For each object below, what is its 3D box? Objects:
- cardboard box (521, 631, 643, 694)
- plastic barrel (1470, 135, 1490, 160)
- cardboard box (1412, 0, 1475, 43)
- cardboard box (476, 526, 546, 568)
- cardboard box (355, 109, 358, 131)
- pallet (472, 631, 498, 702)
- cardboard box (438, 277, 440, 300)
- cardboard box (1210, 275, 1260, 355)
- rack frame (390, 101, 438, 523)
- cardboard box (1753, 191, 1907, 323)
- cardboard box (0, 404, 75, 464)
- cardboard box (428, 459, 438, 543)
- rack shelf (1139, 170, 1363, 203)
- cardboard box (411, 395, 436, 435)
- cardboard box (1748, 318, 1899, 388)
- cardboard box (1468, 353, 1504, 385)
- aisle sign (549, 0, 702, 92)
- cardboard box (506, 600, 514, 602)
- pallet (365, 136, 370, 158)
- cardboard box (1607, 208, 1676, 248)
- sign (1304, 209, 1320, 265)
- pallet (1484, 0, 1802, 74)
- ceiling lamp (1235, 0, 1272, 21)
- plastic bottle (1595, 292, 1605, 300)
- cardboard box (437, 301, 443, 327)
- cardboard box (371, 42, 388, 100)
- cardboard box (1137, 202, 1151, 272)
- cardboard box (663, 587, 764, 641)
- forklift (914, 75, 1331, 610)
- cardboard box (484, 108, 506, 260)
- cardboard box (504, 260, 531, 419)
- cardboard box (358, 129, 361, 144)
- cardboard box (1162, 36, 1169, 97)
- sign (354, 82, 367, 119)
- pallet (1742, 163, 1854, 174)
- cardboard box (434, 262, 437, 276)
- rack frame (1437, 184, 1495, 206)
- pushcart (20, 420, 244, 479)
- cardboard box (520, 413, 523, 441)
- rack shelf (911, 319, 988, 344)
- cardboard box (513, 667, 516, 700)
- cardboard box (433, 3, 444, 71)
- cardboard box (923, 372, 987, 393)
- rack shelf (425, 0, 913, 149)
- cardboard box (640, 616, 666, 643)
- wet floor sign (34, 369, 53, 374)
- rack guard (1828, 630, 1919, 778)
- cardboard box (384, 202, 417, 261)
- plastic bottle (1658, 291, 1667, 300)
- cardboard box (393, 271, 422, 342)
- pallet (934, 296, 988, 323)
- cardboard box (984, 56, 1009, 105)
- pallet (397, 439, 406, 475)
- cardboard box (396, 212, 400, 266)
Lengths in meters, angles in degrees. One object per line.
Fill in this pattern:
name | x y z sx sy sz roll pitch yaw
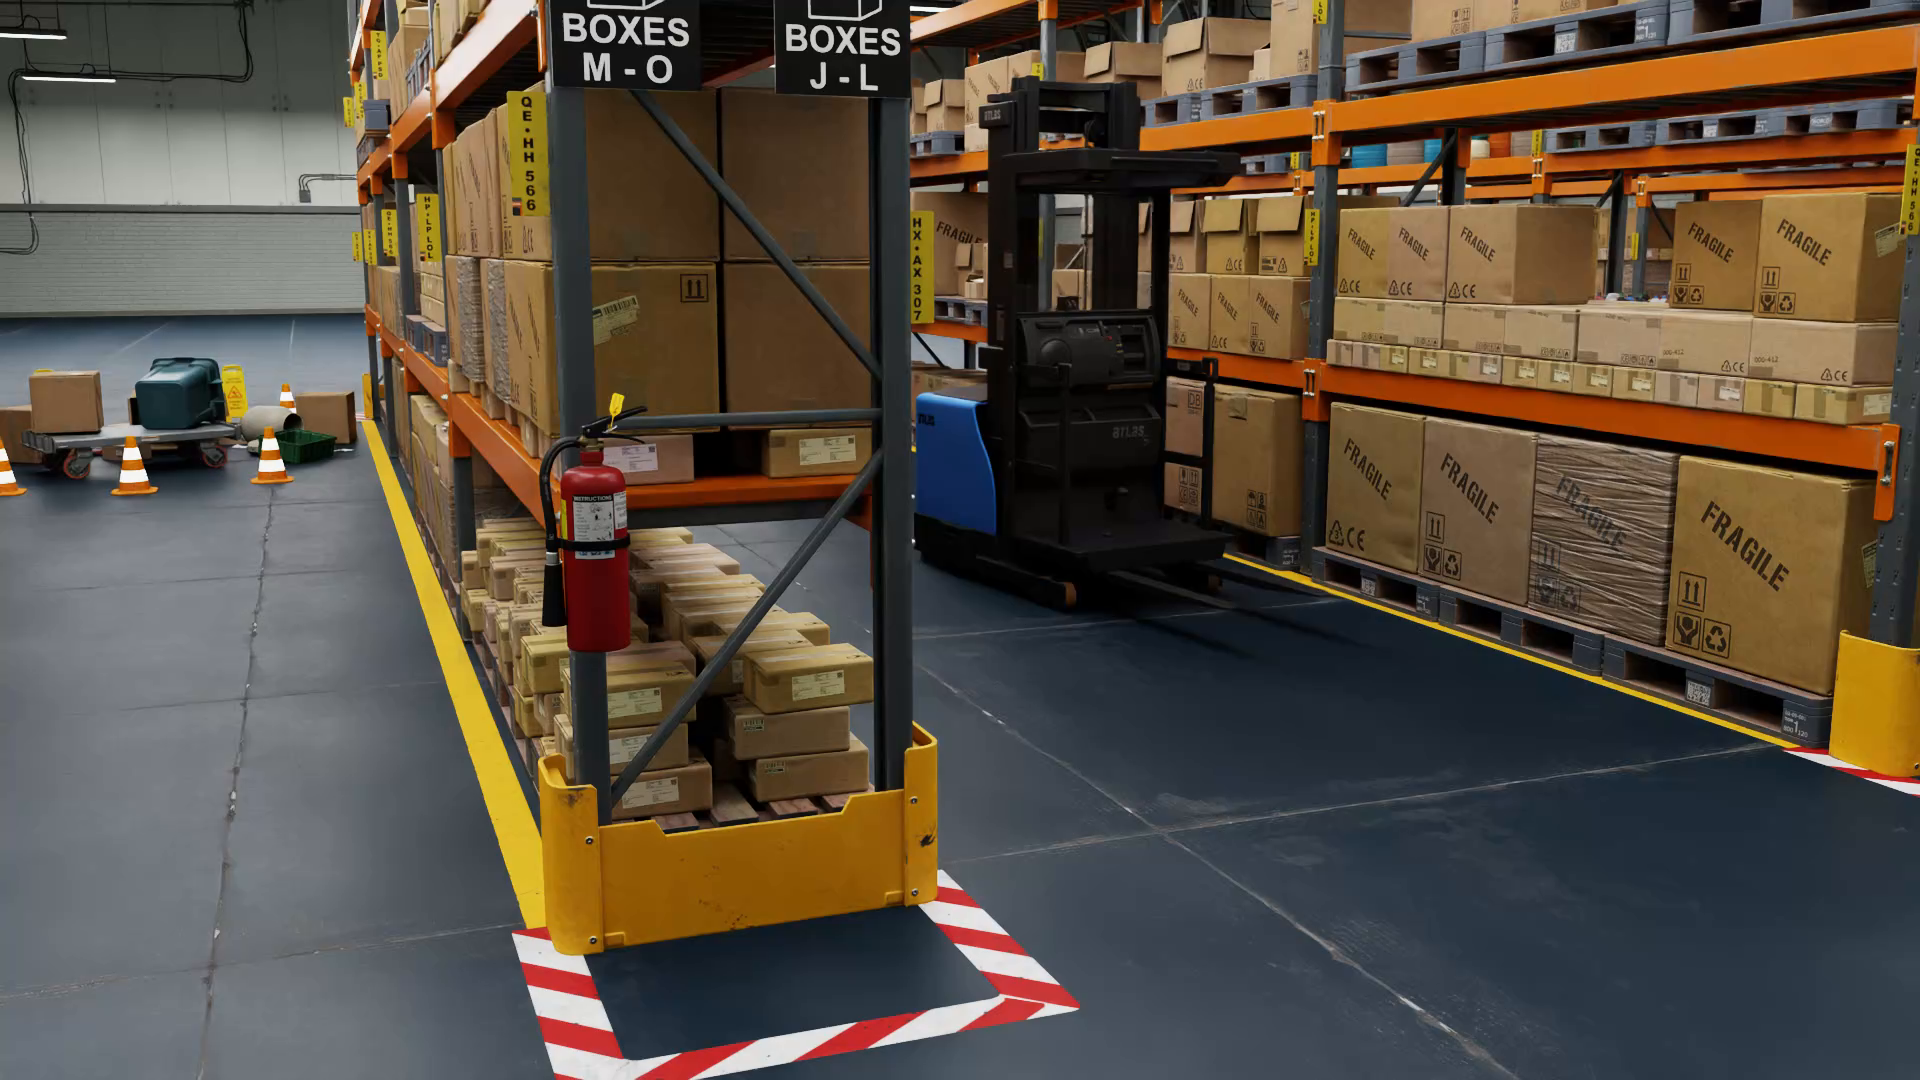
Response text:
cardboard box | -1.308 0.416 5.761 0.380 0.149 0.250 -4 11 -22
plastic barrel | 5.069 -3.859 16.379 0.301 0.262 0.301 0 10 0
cardboard box | 2.920 -2.948 9.095 0.700 0.500 0.500 -5 11 -24
cardboard box | -2.103 0.030 7.929 0.380 0.149 0.250 -3 11 -18
cardboard box | -6.307 -4.578 18.122 0.500 0.250 0.500 -4 11 -22
pallet | -1.803 0.488 8.072 1.003 0.211 1.213 -4 11 -21
cardboard box | -2.971 -1.529 10.119 0.380 0.149 0.250 -3 11 -19
cardboard box | 1.983 -1.480 10.888 0.500 0.500 0.500 -4 11 -19
rack frame | -3.529 -1.645 12.102 1.000 3.000 0.127 -4 11 -21
cardboard box | 3.608 -1.142 6.713 0.500 0.500 0.500 -4 11 -20
cardboard box | -8.675 -0.999 15.601 0.500 0.500 0.500 3 11 18
cardboard box | -2.950 -0.241 10.146 0.500 0.500 0.500 -4 11 -22
rack shelf | 3.573 -4.359 20.852 1.077 0.370 4.000 -4 11 -21
cardboard box | -3.505 -0.862 11.500 0.500 0.250 0.500 -4 11 -23
cardboard box | 3.607 -0.772 6.775 0.500 0.250 0.500 -4 11 -22
cardboard box | 2.848 -0.886 8.551 0.380 0.149 0.250 -4 11 -20
aisle sign | -0.883 -1.588 4.360 0.394 0.787 0.004 -4 11 -21
cardboard box | -1.776 0.302 7.251 0.380 0.149 0.250 -3 11 -18
pallet | -5.265 -3.865 16.272 1.003 0.211 1.213 -4 11 -21
cardboard box | 8.749 -3.984 21.263 0.700 0.500 0.500 -4 11 -21
sign | 2.078 -1.785 9.812 0.100 0.325 0.005 -4 11 -21
pallet | 3.305 -2.390 7.981 1.003 0.211 1.213 -4 11 -21
ceiling lamp | 5.809 -10.866 30.142 2.000 3.185 0.800 -4 11 -21
plastic bottle | 5.679 -2.052 14.726 0.061 0.283 0.133 -4 11 -21
cardboard box | -2.979 -1.383 10.150 0.380 0.149 0.250 -4 11 -23
cardboard box | -4.420 -3.693 13.281 0.500 0.500 0.500 -4 11 -21
cardboard box | 1.614 -2.259 12.407 0.797 0.503 0.637 -4 11 -20
cardboard box | -0.946 0.290 6.467 0.380 0.149 0.250 -3 11 -19
forklift | 0.870 -1.143 9.475 1.130 2.935 3.031 -6 12 -29
cardboard box | -1.408 -1.253 5.909 0.500 0.500 0.500 -3 11 -18
cardboard box | -1.214 -0.676 5.521 0.500 0.500 0.500 -4 11 -22
cardboard box | -6.236 -4.319 17.802 0.380 0.149 0.250 -4 11 -21
cardboard box | 1.814 -3.446 12.176 0.500 0.500 0.500 -3 11 -18
sign | -5.495 -4.033 15.258 0.100 0.325 0.005 -4 11 -21
pallet | 9.628 -4.243 18.680 1.003 0.211 1.213 -3 11 -18
cardboard box | -3.064 -1.719 10.337 0.380 0.149 0.250 -4 11 -19
rack frame | 7.466 -3.877 24.651 1.000 3.000 0.127 -4 11 -21
pushcart | -7.448 -0.829 15.003 1.648 0.377 0.936 -9 13 -40
cardboard box | -1.354 -0.419 5.926 0.380 0.149 0.250 -4 11 -23
rack shelf | 0.406 -1.915 15.677 1.077 0.370 4.000 -4 11 -21
cardboard box | -1.551 0.578 6.547 0.380 0.149 0.250 -4 11 -20
cardboard box | -2.158 -2.303 7.663 0.500 0.250 0.500 -3 11 -18
cardboard box | 0.039 -1.401 16.615 0.700 0.500 0.500 -4 11 -21
rack shelf | -1.354 -1.788 6.397 1.077 0.370 4.000 -4 11 -21
cardboard box | -1.112 0.399 6.703 0.380 0.149 0.250 -3 11 -18
wet floor sign | -10.076 -1.560 18.347 0.267 0.644 0.232 0 10 -1
rack guard | 4.038 0.597 6.635 1.175 0.500 0.348 -4 11 -21
cardboard box | -5.080 -2.966 16.016 0.875 0.550 0.550 -4 11 -21
plastic bottle | 6.375 -2.123 15.126 0.061 0.283 0.133 -4 11 -21
cardboard box | -3.942 -1.751 12.411 0.500 0.500 0.500 -4 11 -21
pallet | 0.375 -2.169 15.598 1.003 0.211 1.213 -4 11 -21
cardboard box | 0.529 -3.860 14.279 0.500 0.500 0.500 -4 11 -21
pallet | -4.628 -0.804 15.336 1.003 0.211 1.213 -4 11 -21
cardboard box | -4.605 -2.675 14.752 0.700 0.500 0.500 -4 11 -22
